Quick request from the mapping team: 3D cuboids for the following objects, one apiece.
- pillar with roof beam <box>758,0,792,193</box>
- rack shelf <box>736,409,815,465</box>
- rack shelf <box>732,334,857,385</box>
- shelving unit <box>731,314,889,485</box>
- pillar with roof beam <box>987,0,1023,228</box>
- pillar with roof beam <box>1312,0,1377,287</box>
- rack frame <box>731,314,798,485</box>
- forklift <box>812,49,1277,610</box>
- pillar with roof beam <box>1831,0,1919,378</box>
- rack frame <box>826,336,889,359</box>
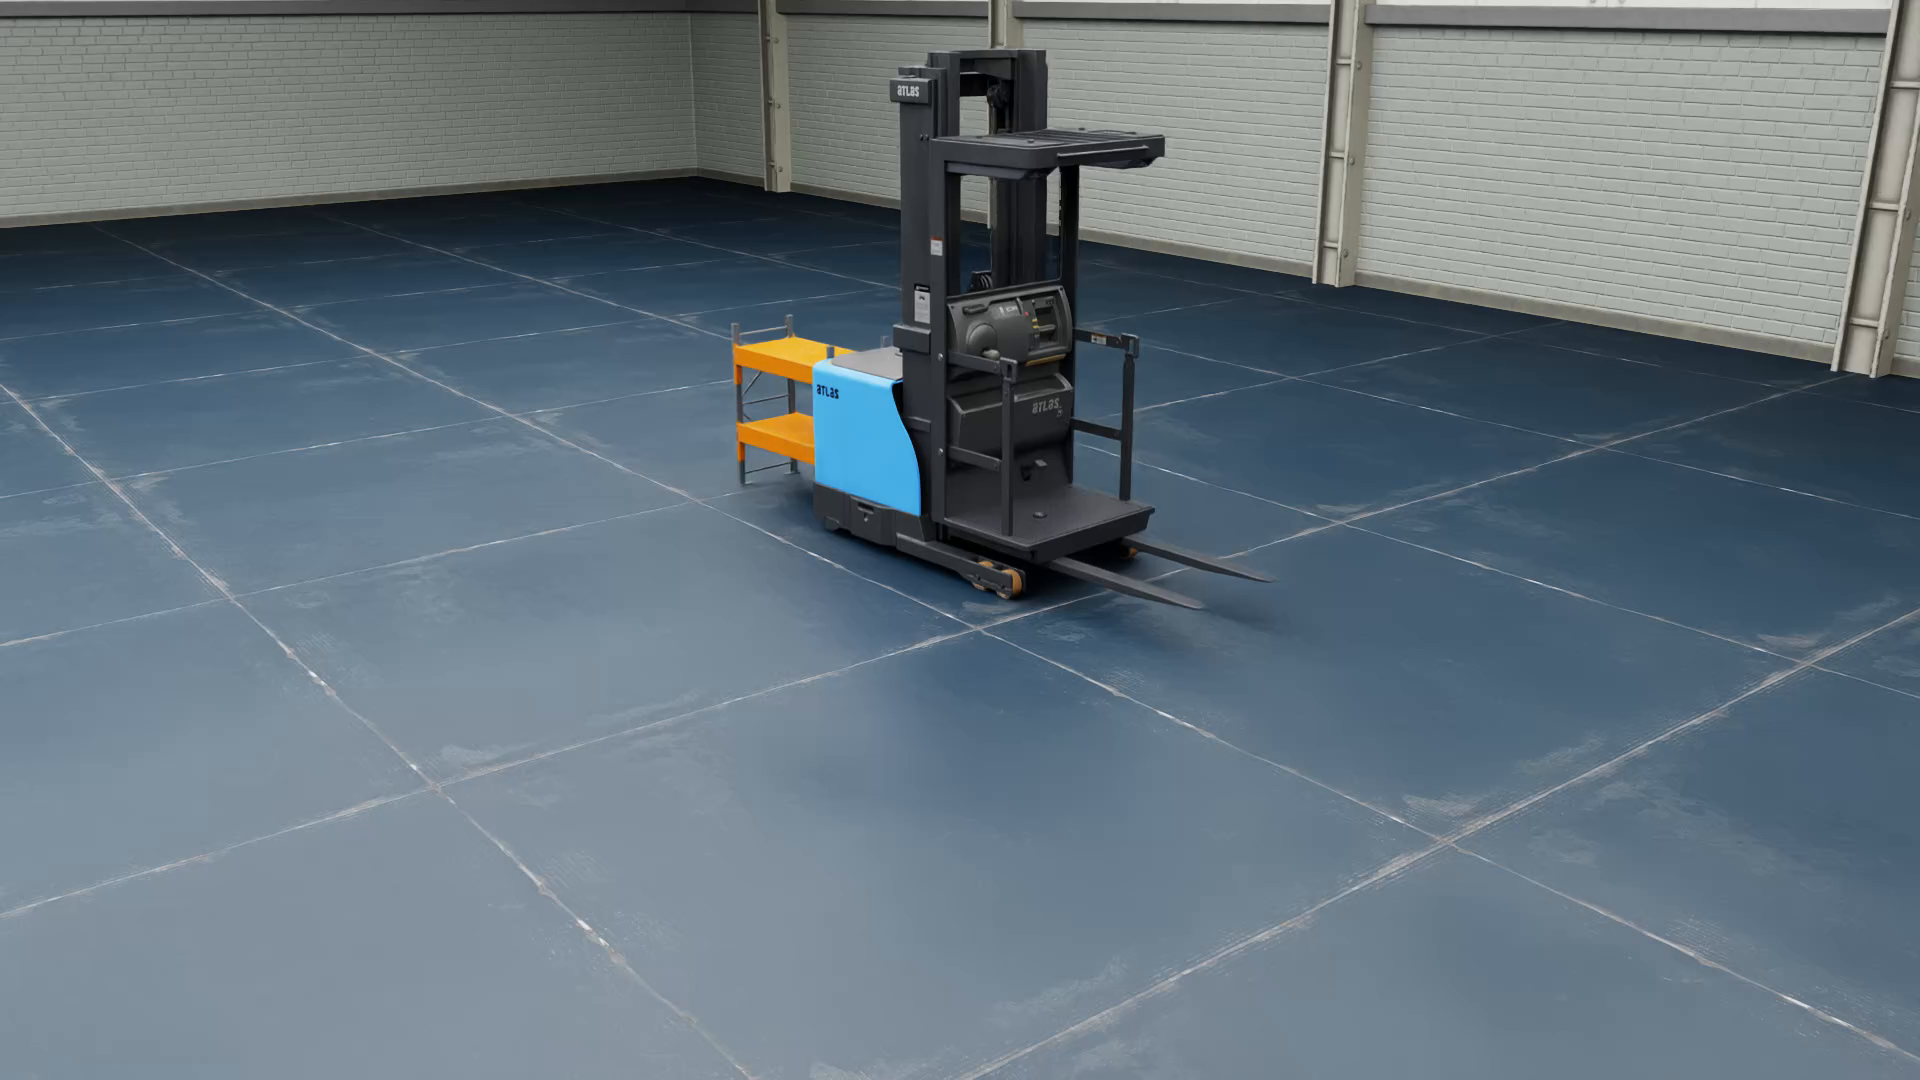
[{"bbox_3d":[-6.469,-9.377,24.364,9.100,9.000,0.400,-14,23,-36],"label":"pillar with roof beam"},{"bbox_3d":[-0.998,-0.619,11.221,0.538,0.278,1.000,-16,24,-40],"label":"rack shelf"},{"bbox_3d":[-0.998,-1.129,11.052,0.538,0.278,1.000,-16,24,-40],"label":"rack shelf"},{"bbox_3d":[-0.998,-0.851,11.144,0.538,1.125,1.048,-16,24,-40],"label":"shelving unit"},{"bbox_3d":[-2.743,-7.898,19.899,9.100,9.000,0.400,-14,23,-36],"label":"pillar with roof beam"},{"bbox_3d":[0.982,-6.420,15.434,9.100,9.000,0.400,-14,23,-36],"label":"pillar with roof beam"},{"bbox_3d":[-1.345,-0.968,11.496,0.500,1.125,0.032,-16,24,-40],"label":"rack frame"},{"bbox_3d":[0.442,-1.243,9.453,1.130,2.935,3.031,-16,24,-40],"label":"forklift"},{"bbox_3d":[4.707,-4.941,10.969,9.100,9.000,0.400,-14,23,-36],"label":"pillar with roof beam"},{"bbox_3d":[-0.651,-0.735,10.792,0.500,1.125,0.032,-16,24,-40],"label":"rack frame"}]
